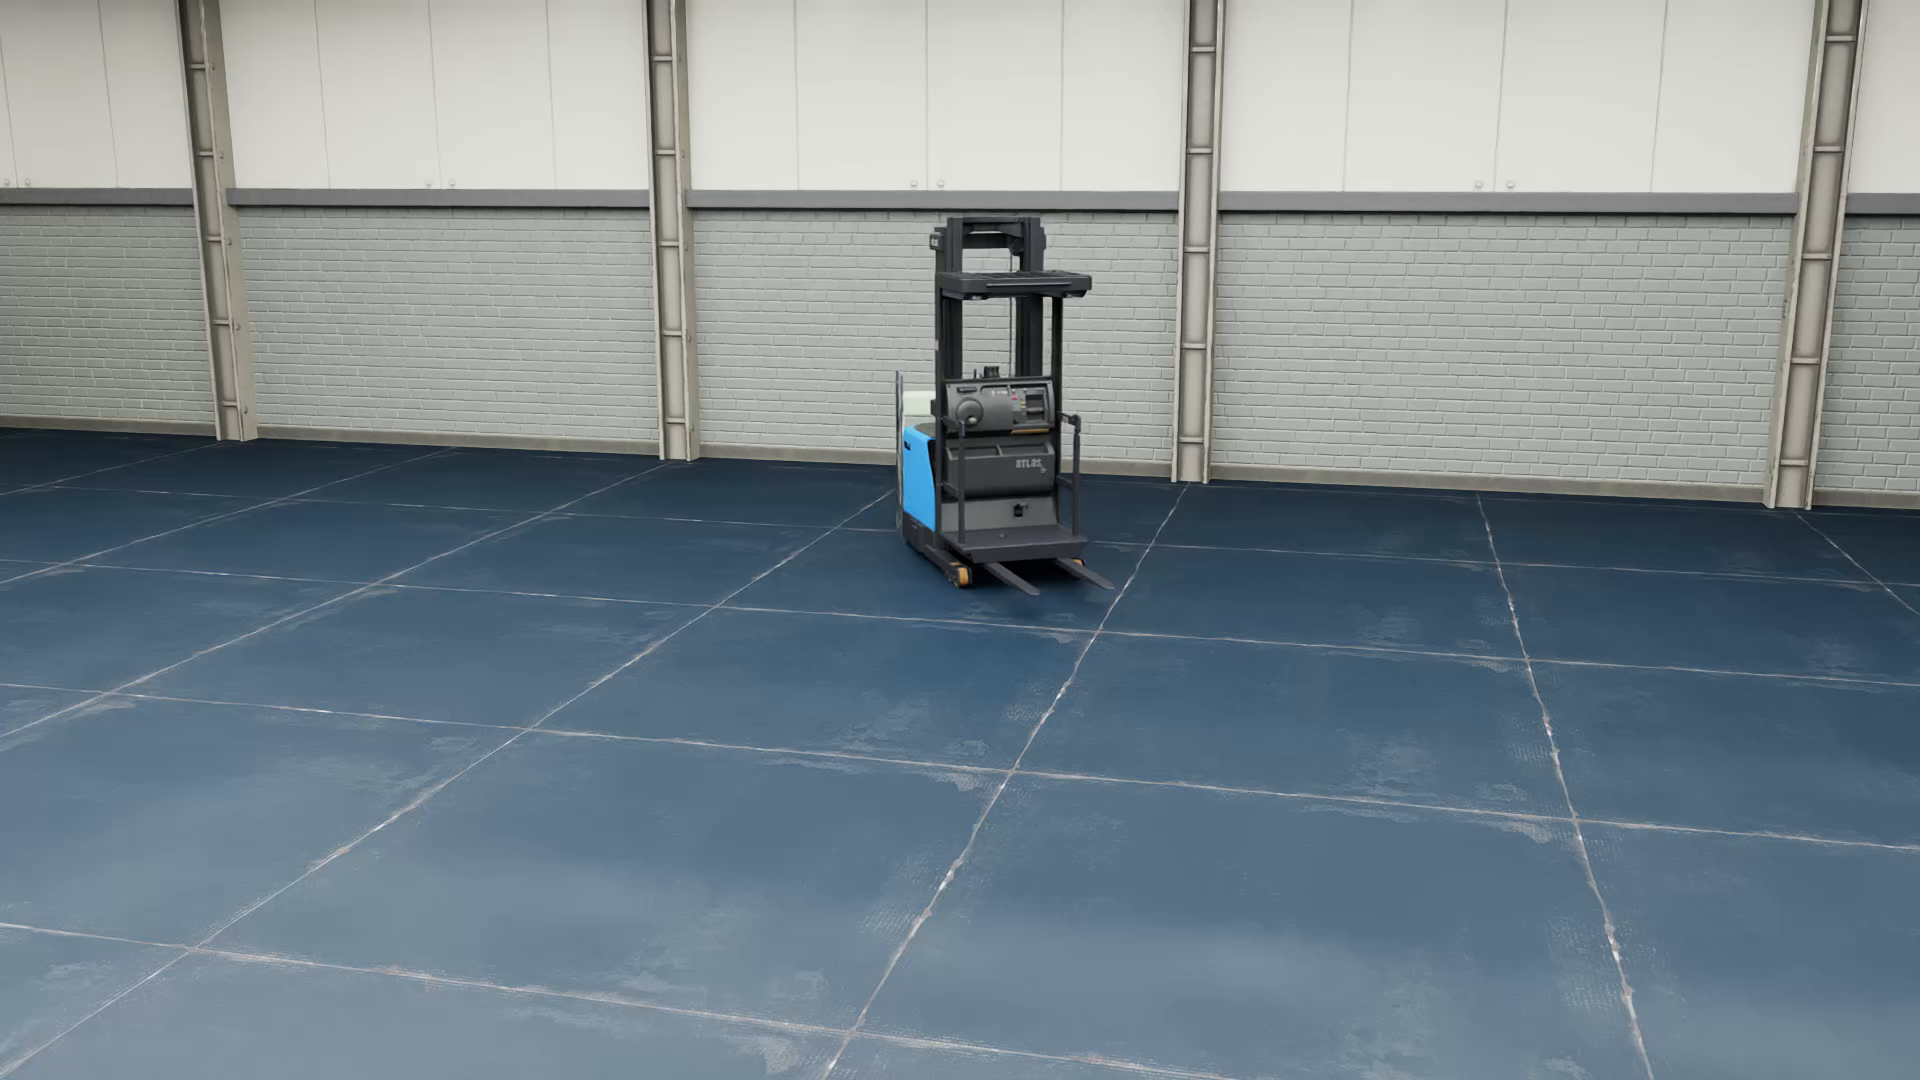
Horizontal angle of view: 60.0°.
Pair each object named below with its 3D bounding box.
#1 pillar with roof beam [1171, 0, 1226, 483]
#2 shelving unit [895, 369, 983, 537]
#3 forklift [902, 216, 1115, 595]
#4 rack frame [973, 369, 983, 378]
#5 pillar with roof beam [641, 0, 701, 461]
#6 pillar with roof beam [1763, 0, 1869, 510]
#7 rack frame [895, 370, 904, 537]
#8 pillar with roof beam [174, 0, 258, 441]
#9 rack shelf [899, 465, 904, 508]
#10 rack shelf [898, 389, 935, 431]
[{"bbox_3d":[1.496,-4.144,13.153,0.400,9.000,9.100,3,13,14],"label":"pillar with roof beam"},{"bbox_3d":[-0.196,-0.813,15.450,0.755,1.500,0.431,-2,13,-9],"label":"shelving unit"},{"bbox_3d":[0.402,-1.141,13.626,1.130,2.935,3.031,-4,13,-17],"label":"forklift"},{"bbox_3d":[0.165,-0.825,15.506,0.023,1.500,0.400,-2,13,-9],"label":"rack frame"},{"bbox_3d":[-4.330,-4.455,14.556,0.400,9.000,9.100,3,13,14],"label":"pillar with roof beam"},{"bbox_3d":[7.321,-3.833,11.749,0.400,9.000,9.100,3,13,14],"label":"pillar with roof beam"},{"bbox_3d":[-0.558,-0.800,15.395,0.023,1.500,0.400,-2,13,-9],"label":"rack frame"},{"bbox_3d":[-10.155,-4.767,15.959,0.400,9.000,9.100,3,13,14],"label":"pillar with roof beam"},{"bbox_3d":[-0.196,-0.494,15.521,0.720,0.370,0.431,-2,13,-9],"label":"rack shelf"},{"bbox_3d":[-0.196,-1.194,15.366,0.720,0.370,0.431,-2,13,-9],"label":"rack shelf"}]
